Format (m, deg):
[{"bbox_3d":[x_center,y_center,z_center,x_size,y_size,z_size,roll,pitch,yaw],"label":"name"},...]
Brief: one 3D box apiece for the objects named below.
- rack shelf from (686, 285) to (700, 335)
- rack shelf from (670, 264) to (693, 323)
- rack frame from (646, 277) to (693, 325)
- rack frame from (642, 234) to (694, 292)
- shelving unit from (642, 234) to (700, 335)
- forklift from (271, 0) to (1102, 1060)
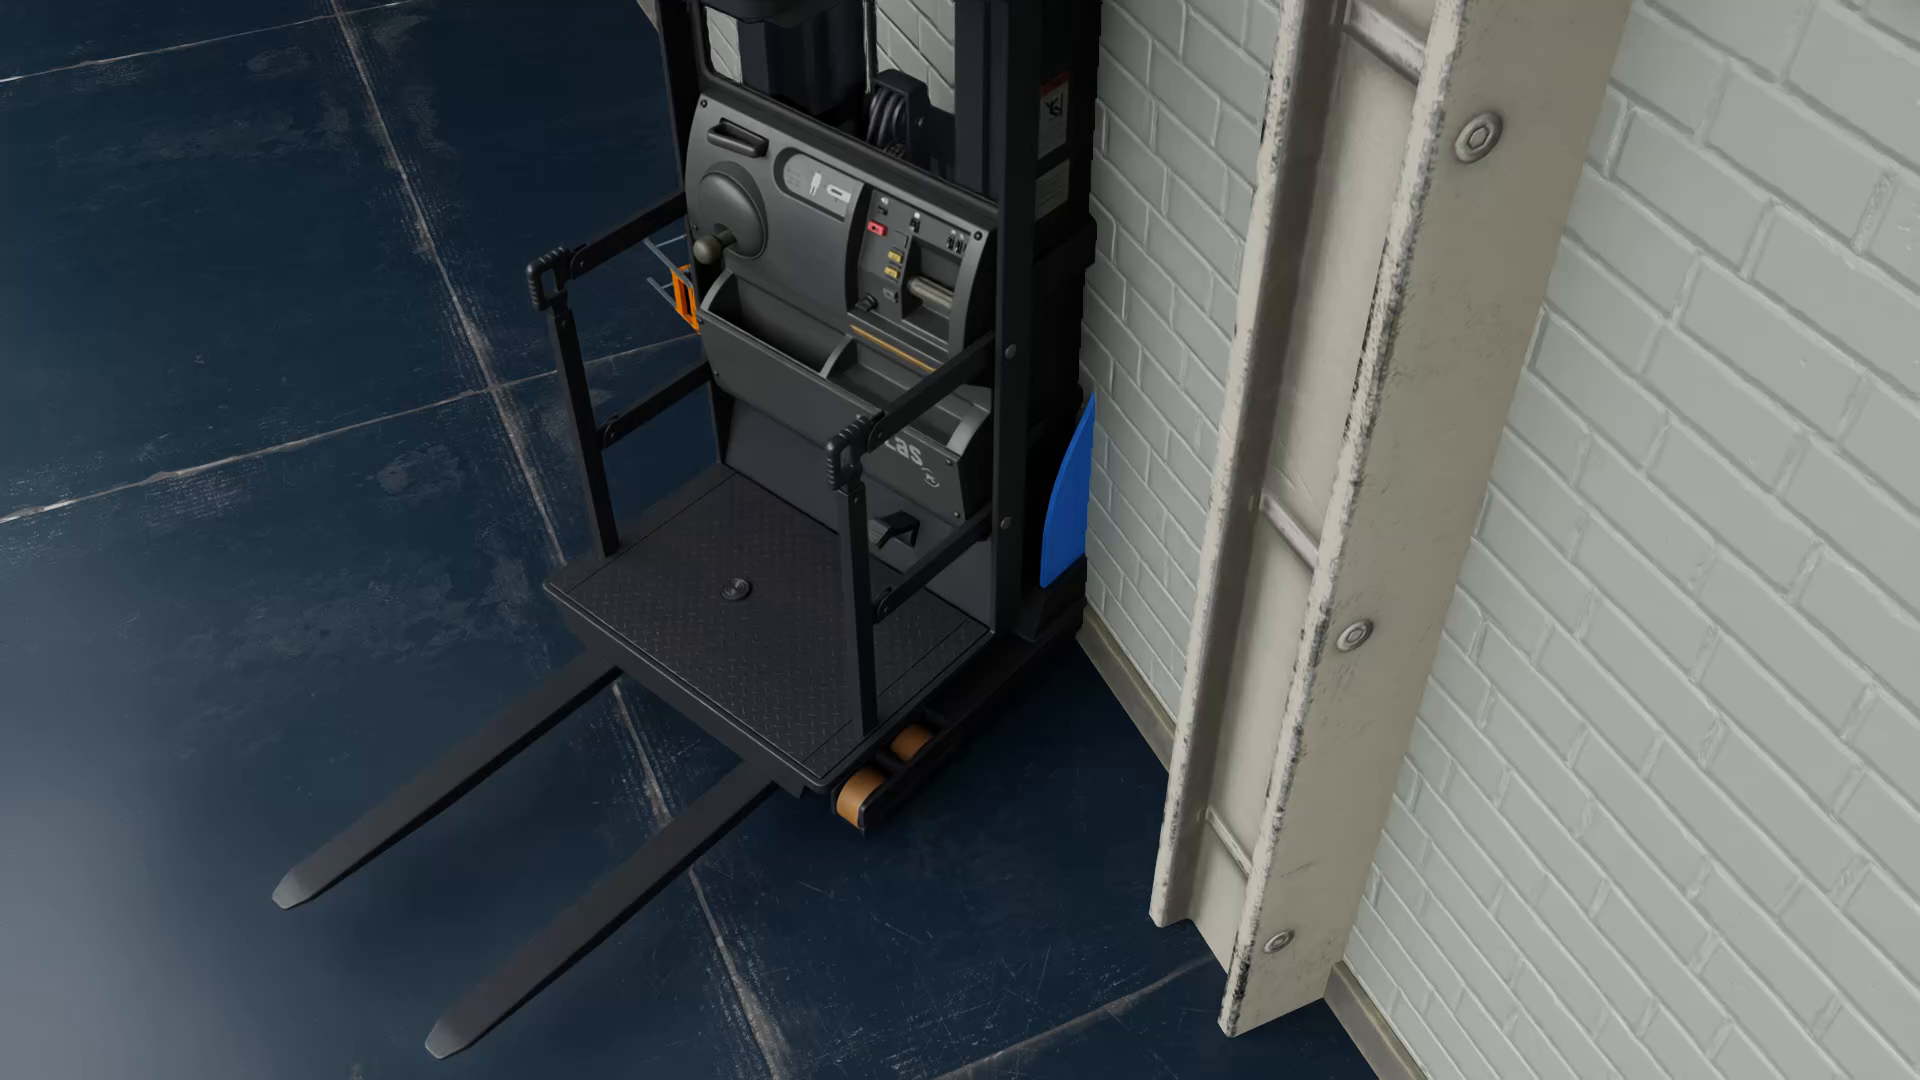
[{"bbox_3d":[-0.843,-0.861,5.985,0.258,0.180,0.103,-27,51,-24],"label":"rack shelf"},{"bbox_3d":[-0.913,-0.930,6.054,0.258,0.180,0.103,-27,51,-24],"label":"rack shelf"},{"bbox_3d":[-0.729,-0.684,5.936,0.240,0.006,1.200,-27,51,-24],"label":"rack frame"},{"bbox_3d":[-0.729,-0.815,5.807,0.240,0.006,1.200,-27,51,-24],"label":"rack frame"},{"bbox_3d":[-0.729,-0.749,5.872,0.258,0.189,1.200,-27,51,-24],"label":"shelving unit"},{"bbox_3d":[-0.447,-0.674,3.846,1.130,2.935,3.031,31,52,27],"label":"forklift"}]
